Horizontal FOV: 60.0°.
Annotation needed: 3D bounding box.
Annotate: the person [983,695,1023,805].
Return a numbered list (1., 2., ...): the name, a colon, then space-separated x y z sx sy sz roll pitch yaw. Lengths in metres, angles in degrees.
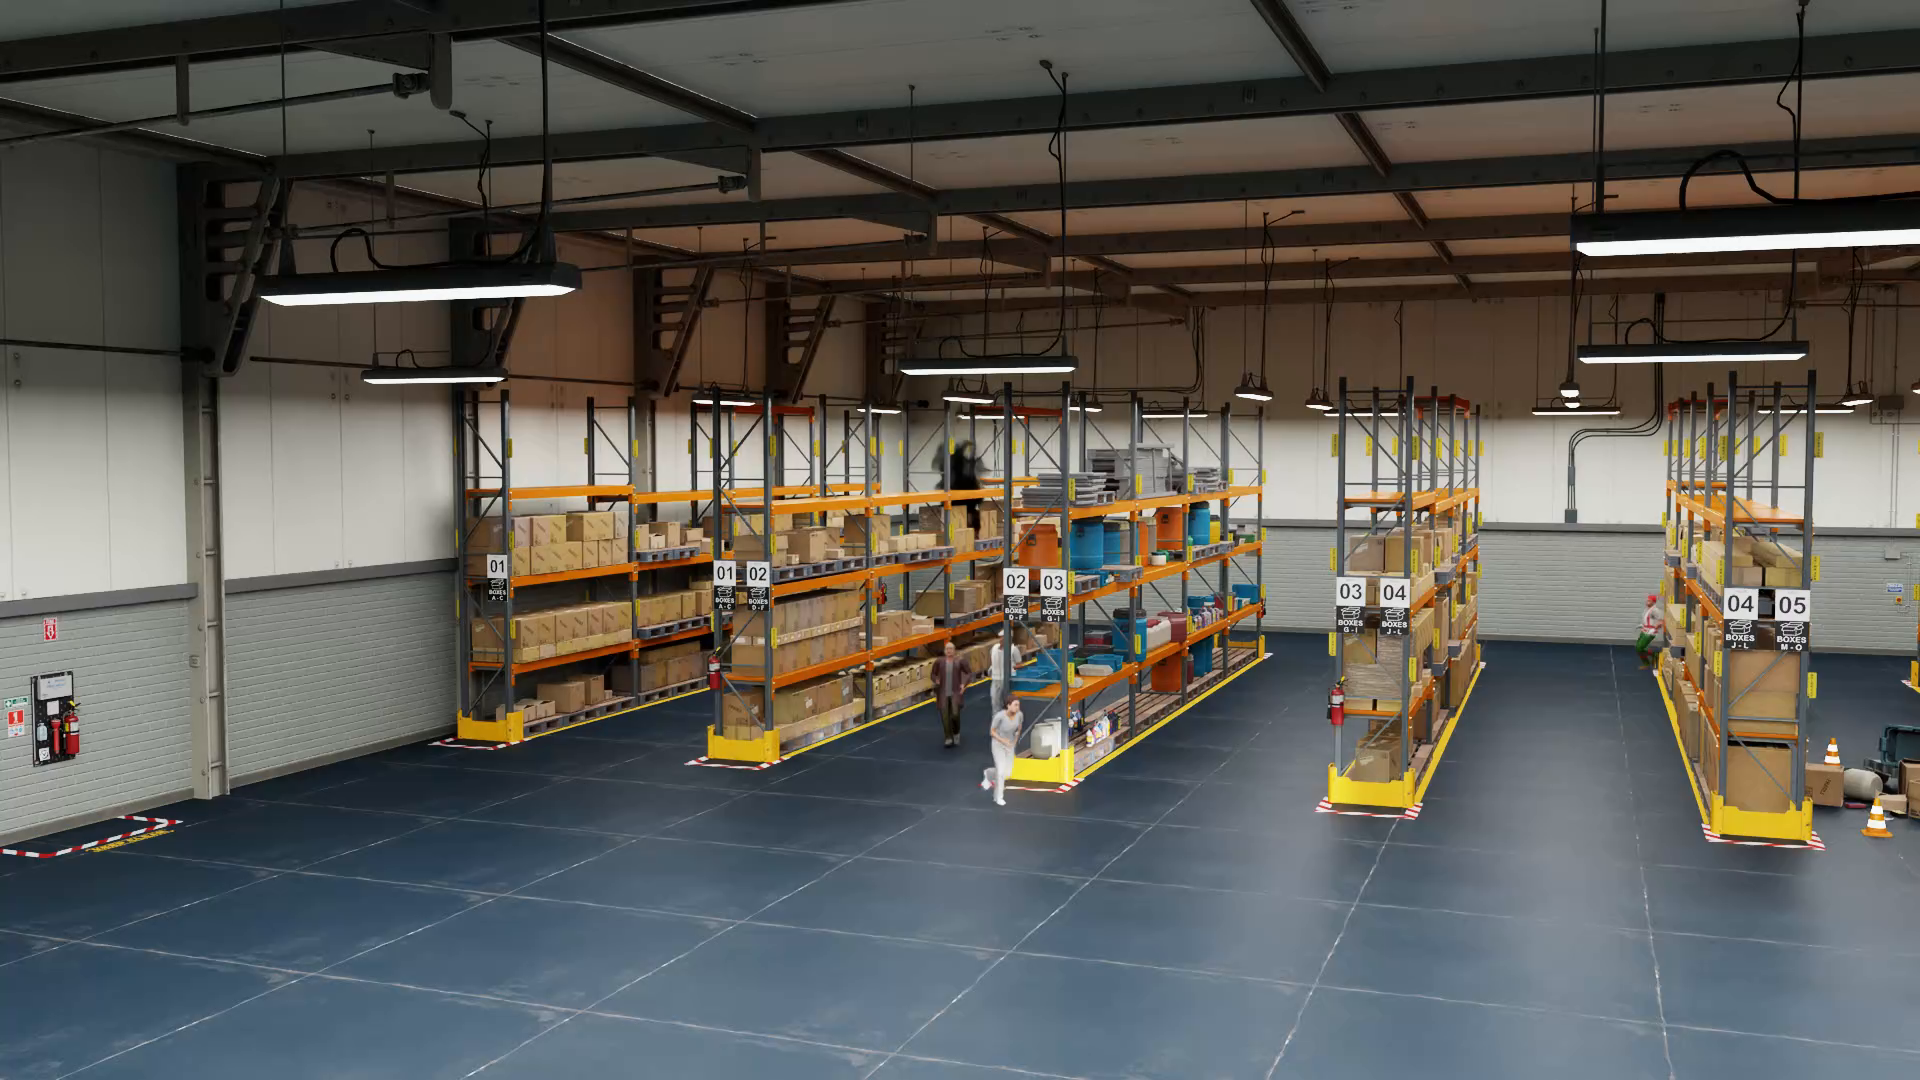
1. person: 0.619 2.946 23.541 0.565 1.579 0.819 -2 4 -30

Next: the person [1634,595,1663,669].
1. person: 15.552 2.090 37.513 0.562 1.735 0.714 0 3 0

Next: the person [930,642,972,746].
1. person: -0.171 2.591 27.809 0.697 1.741 0.639 0 3 7

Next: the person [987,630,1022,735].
1. person: 0.774 2.480 29.313 0.679 1.797 0.988 1 3 19
